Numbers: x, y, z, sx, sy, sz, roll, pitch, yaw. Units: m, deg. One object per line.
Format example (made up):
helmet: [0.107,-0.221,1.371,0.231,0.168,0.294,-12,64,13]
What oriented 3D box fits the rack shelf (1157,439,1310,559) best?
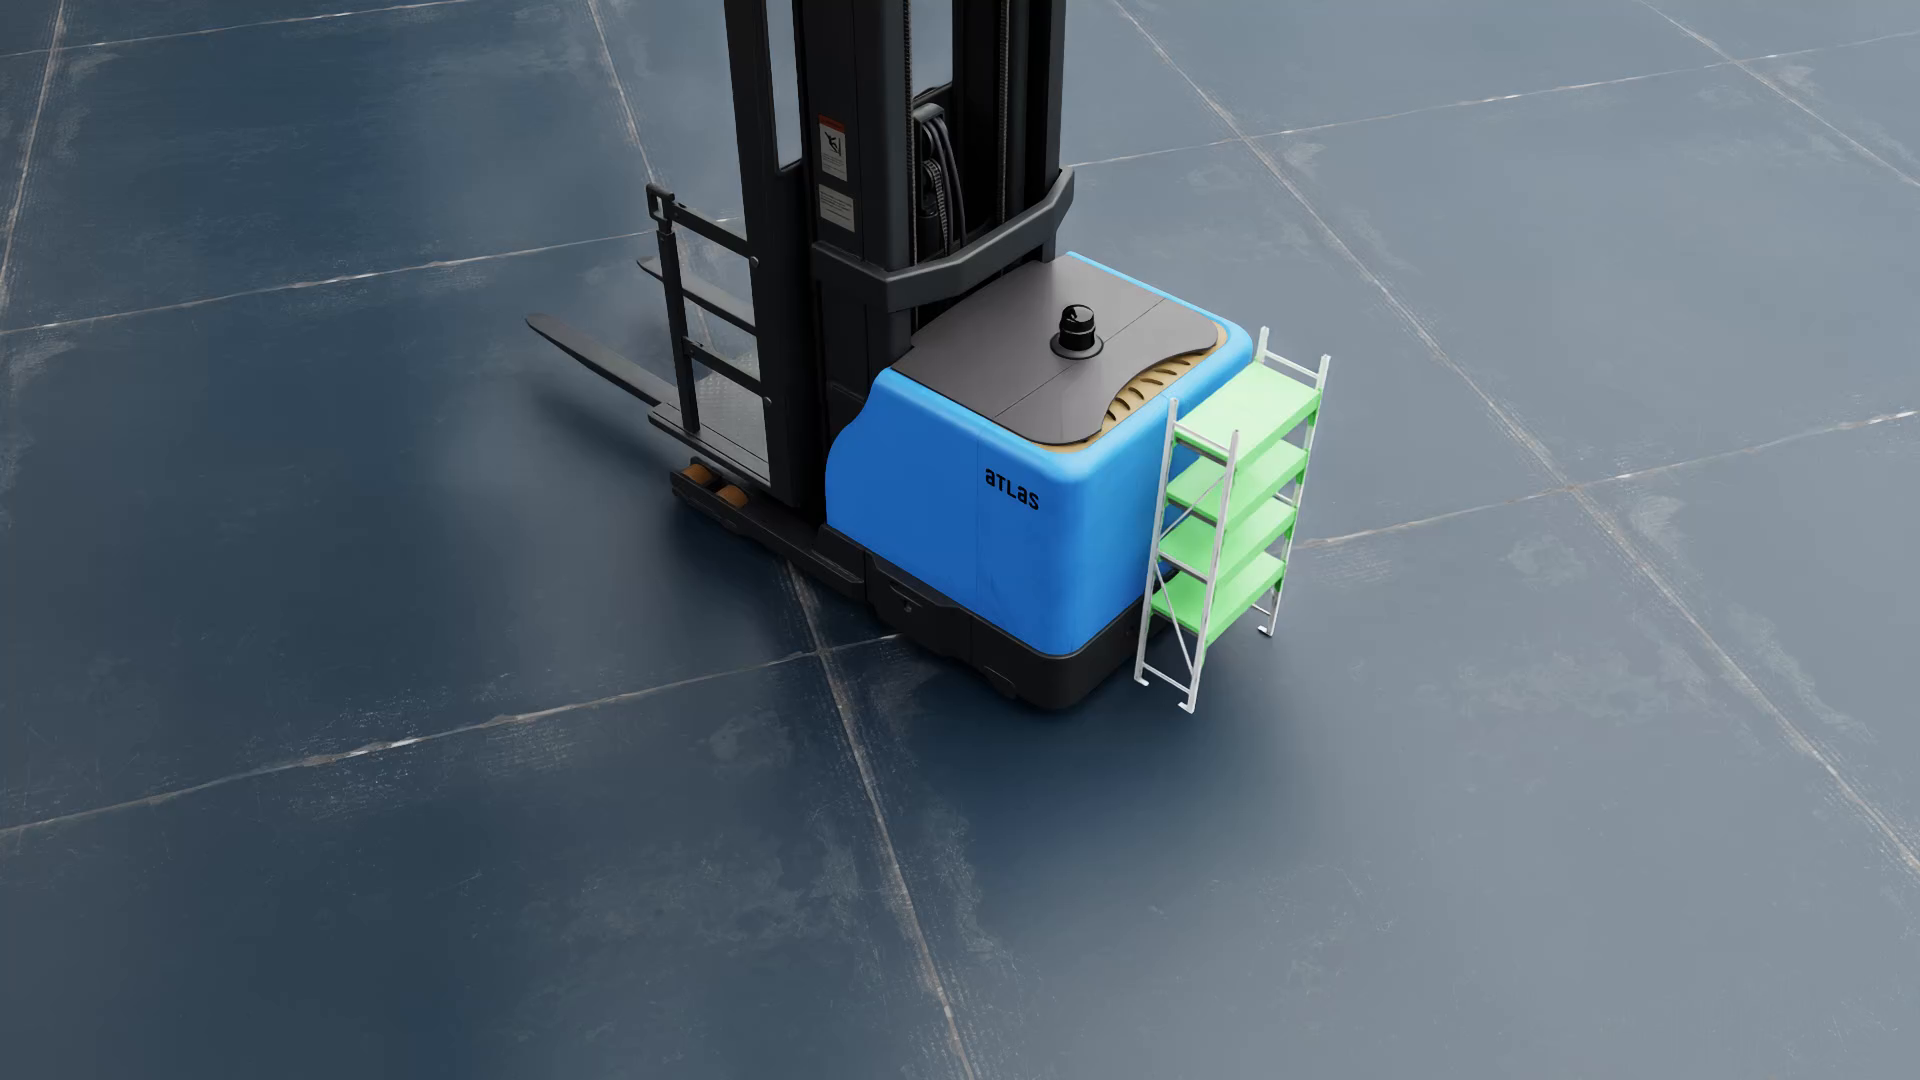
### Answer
rack shelf: [0.864,-0.171,5.261,0.258,0.148,0.480,31,50,28]

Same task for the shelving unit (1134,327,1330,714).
shelving unit: [0.861,-0.041,5.379,0.258,1.200,0.503,31,50,28]

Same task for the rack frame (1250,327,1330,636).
rack frame: [1.020,-0.163,5.519,0.240,1.200,0.015,31,50,28]

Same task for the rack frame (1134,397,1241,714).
rack frame: [0.702,0.081,5.240,0.240,1.200,0.015,31,50,28]

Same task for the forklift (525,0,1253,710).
forklift: [-0.470,-1.375,5.596,3.031,2.935,1.130,30,49,30]

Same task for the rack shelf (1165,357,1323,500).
rack shelf: [0.869,-0.349,5.100,0.258,0.148,0.480,31,50,28]

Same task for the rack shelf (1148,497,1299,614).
rack shelf: [0.860,0.007,5.422,0.258,0.148,0.480,31,50,28]

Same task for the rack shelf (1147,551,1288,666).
rack shelf: [0.855,0.185,5.583,0.258,0.148,0.480,31,50,28]
